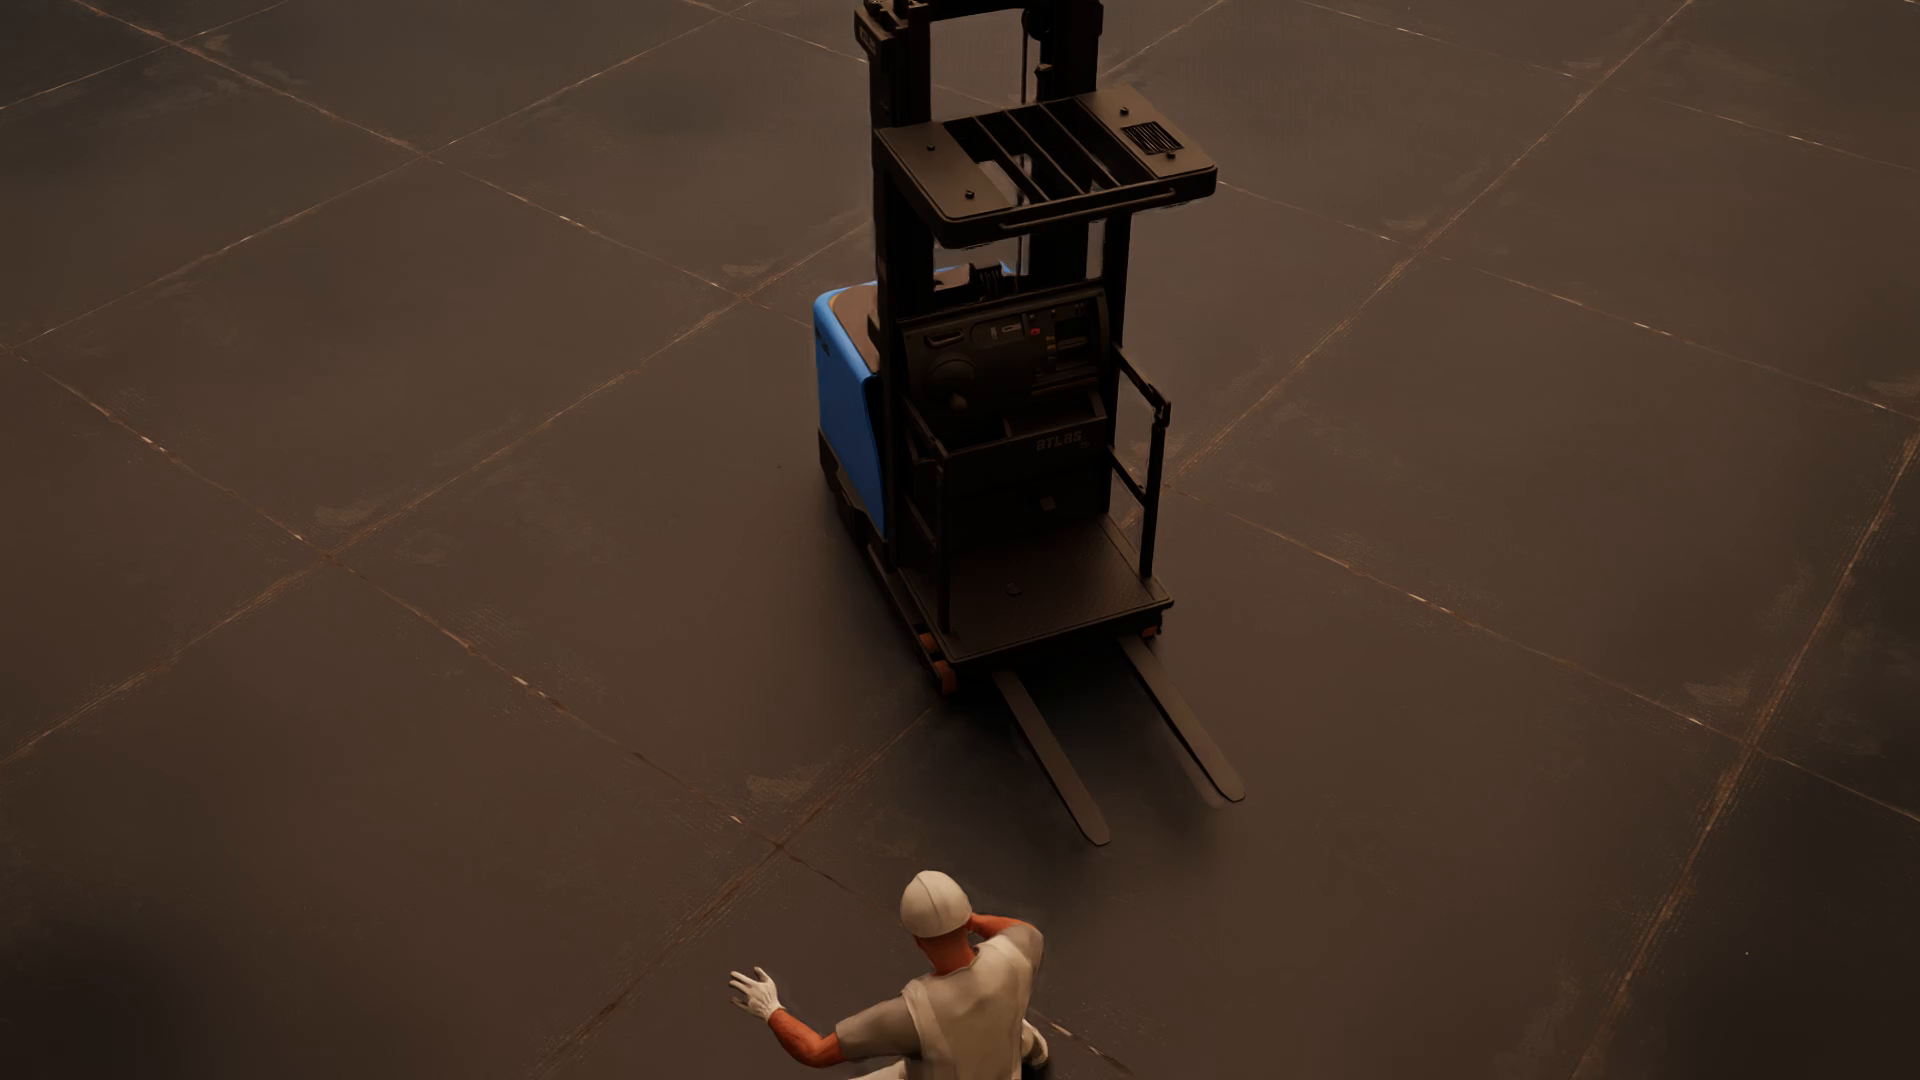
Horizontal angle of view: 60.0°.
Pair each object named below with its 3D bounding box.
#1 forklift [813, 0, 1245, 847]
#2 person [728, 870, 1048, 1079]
[{"bbox_3d":[0.286,-0.727,6.927,1.130,2.935,3.031,-15,43,-16],"label":"forklift"},{"bbox_3d":[-0.149,1.584,5.285,1.264,1.548,0.689,-23,46,-25],"label":"person"}]
